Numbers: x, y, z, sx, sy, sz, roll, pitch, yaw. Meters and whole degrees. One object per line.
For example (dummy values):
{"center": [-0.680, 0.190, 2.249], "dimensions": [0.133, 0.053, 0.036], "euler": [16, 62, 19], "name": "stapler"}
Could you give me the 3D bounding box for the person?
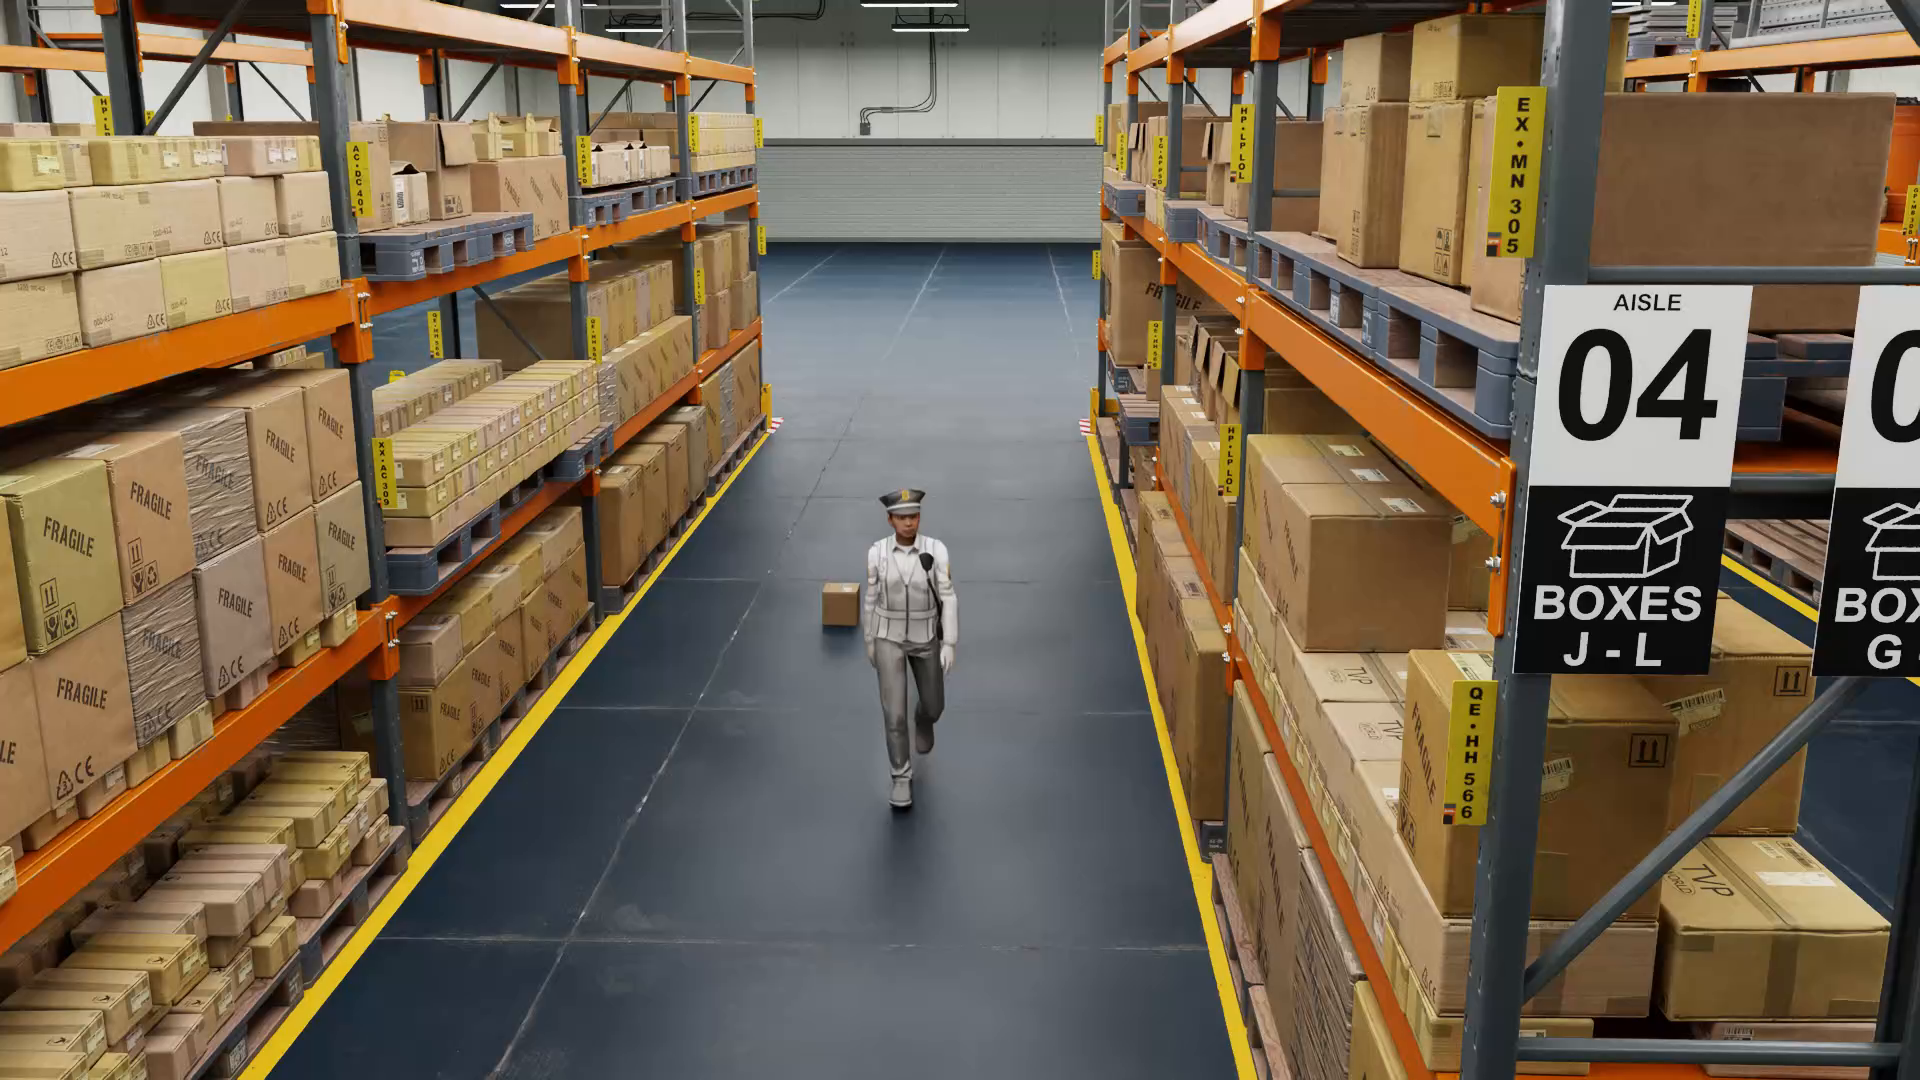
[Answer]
{"center": [-0.261, 0.514, 8.833], "dimensions": [0.495, 1.654, 0.752], "euler": [-1, 14, -4], "name": "person"}
